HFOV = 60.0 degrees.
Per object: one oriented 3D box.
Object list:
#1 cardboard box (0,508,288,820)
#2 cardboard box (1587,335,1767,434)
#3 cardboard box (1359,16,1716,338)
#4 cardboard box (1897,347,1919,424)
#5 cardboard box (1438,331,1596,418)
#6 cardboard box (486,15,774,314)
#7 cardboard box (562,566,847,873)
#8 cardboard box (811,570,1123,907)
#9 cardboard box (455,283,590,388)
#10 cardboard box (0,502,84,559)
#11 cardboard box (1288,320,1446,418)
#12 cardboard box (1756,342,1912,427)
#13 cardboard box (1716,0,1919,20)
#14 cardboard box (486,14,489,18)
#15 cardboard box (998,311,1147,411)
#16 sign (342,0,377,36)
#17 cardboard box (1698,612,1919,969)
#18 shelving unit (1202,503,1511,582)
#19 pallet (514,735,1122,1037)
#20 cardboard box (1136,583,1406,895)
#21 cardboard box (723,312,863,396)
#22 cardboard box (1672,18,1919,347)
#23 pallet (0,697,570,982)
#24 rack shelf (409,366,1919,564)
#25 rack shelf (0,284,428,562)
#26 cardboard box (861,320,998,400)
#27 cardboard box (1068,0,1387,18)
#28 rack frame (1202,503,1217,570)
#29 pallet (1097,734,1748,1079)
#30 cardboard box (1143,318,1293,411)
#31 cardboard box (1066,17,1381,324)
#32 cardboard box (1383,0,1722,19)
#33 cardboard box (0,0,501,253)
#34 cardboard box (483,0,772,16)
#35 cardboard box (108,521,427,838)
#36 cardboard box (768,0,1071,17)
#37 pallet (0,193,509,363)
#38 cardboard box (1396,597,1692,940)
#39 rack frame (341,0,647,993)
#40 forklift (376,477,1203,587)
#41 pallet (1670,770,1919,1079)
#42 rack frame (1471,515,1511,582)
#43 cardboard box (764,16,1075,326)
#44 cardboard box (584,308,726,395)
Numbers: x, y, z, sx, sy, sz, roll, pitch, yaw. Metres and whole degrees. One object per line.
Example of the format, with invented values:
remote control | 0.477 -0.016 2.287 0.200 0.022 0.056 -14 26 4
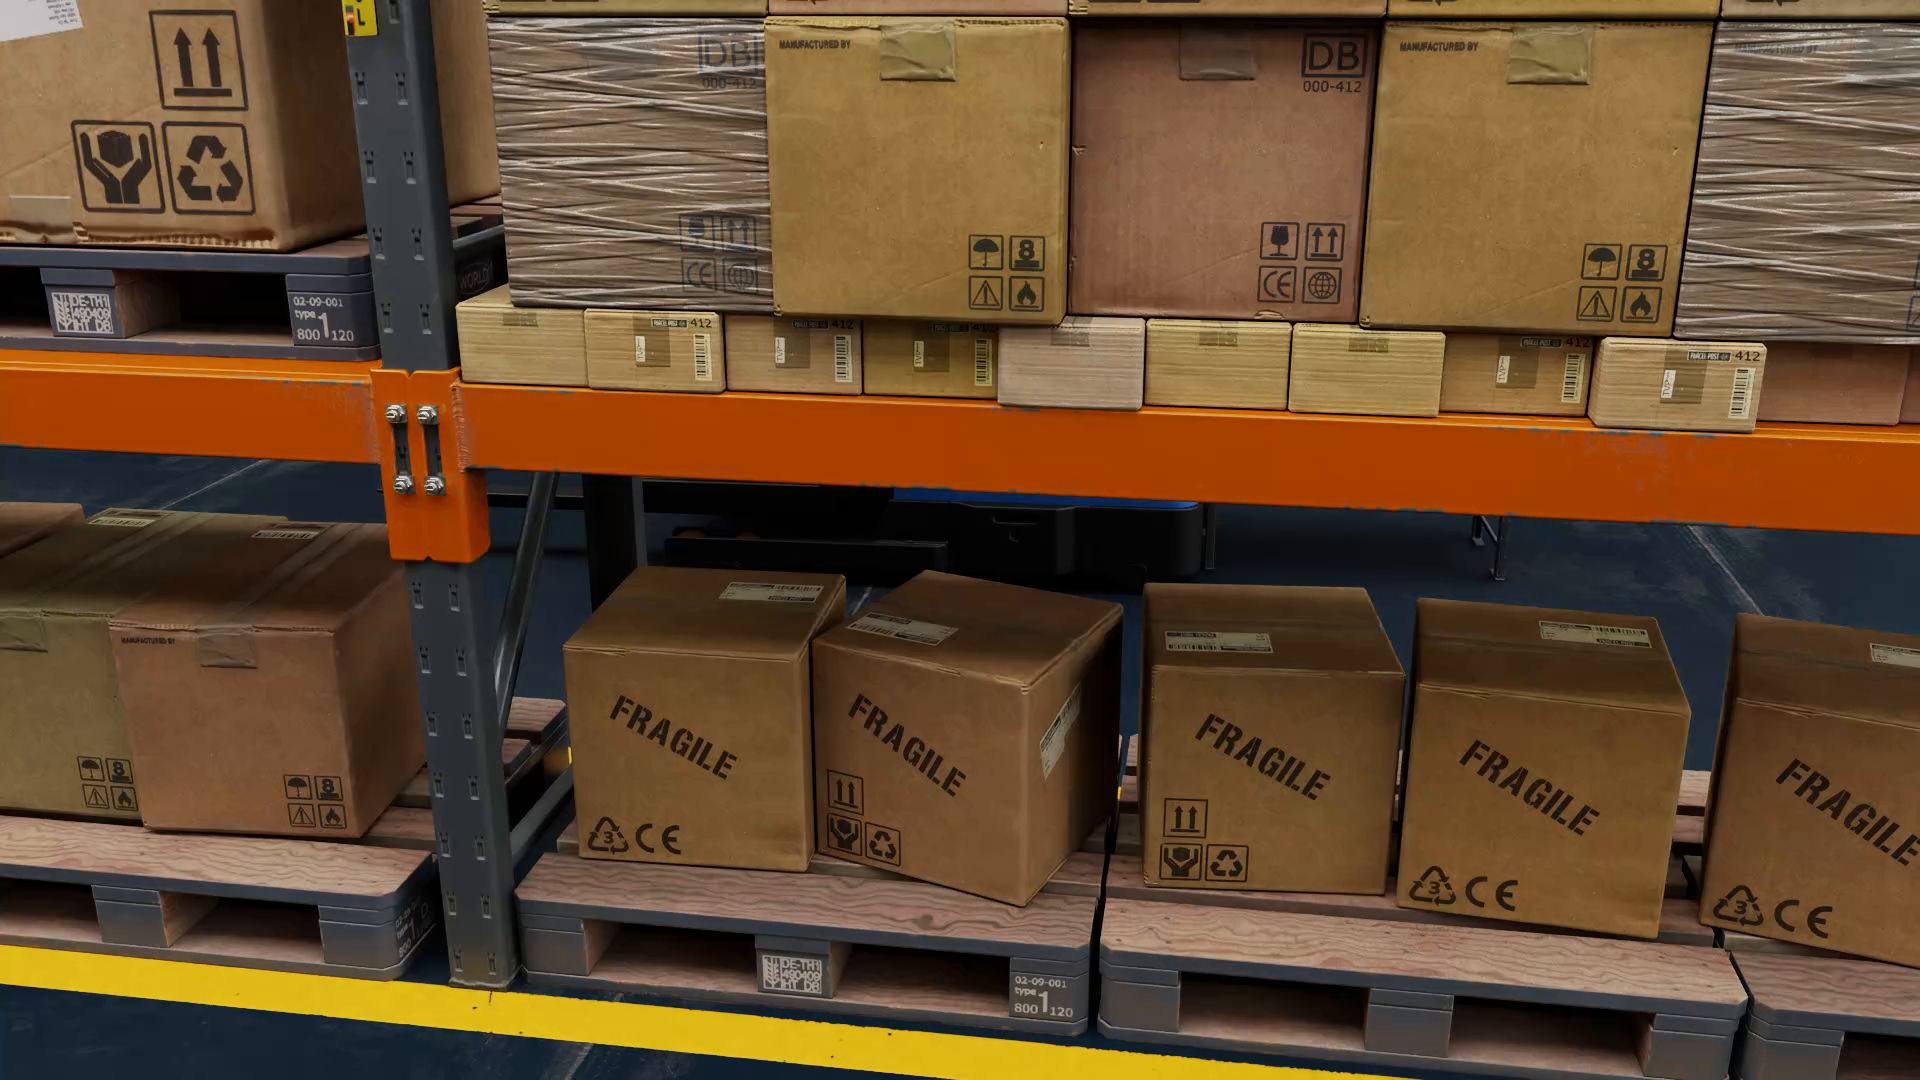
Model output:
cardboard box | -2.002 0.273 4.005 0.500 0.500 0.700 3 19 8
cardboard box | 1.206 -0.308 2.891 0.250 0.149 0.380 3 19 9
cardboard box | 0.988 -0.714 3.085 0.500 0.500 0.875 3 19 9
cardboard box | 1.718 -0.317 2.920 0.250 0.149 0.380 3 19 9
cardboard box | 0.971 -0.342 2.994 0.250 0.149 0.380 3 19 9
cardboard box | -0.497 -0.782 3.287 0.500 0.500 0.875 3 19 9
cardboard box | -0.542 0.383 3.709 0.500 0.500 0.500 2 19 7
cardboard box | 0.024 0.410 3.629 0.500 0.500 0.500 9 21 26
cardboard box | -0.767 -0.412 3.202 0.250 0.149 0.380 3 19 9
cardboard box | -2.554 0.245 4.089 0.500 0.500 0.700 1 19 4
cardboard box | 0.717 -0.340 2.989 0.250 0.149 0.380 3 19 9
cardboard box | 1.467 -0.323 2.937 0.250 0.149 0.380 3 19 9
cardboard box | 1.448 -1.097 2.651 0.500 0.500 0.500 3 19 9
cardboard box | -2.041 -2.806 8.229 0.500 0.500 0.700 3 19 8
cardboard box | 0.218 -0.356 3.036 0.250 0.149 0.380 3 19 9
sign | -1.016 -1.011 2.772 0.005 0.325 0.100 3 19 9
cardboard box | 1.809 0.496 3.372 0.500 0.500 0.500 8 20 23
shelving unit | 1.428 -0.662 5.919 1.048 1.500 0.538 2 19 6
pallet | -0.262 0.709 3.851 1.213 0.211 1.003 3 19 9
cardboard box | 0.650 0.416 3.610 0.500 0.500 0.500 1 19 4
cardboard box | -0.271 -0.391 3.141 0.250 0.149 0.380 3 19 9
cardboard box | 1.480 -0.686 2.998 0.500 0.500 0.875 3 19 9
pallet | -1.700 0.648 4.034 1.213 0.211 1.003 3 19 9
rack shelf | 1.044 -0.194 3.289 4.000 0.370 1.077 3 19 9
rack shelf | -2.906 -0.395 3.891 4.000 0.370 1.077 3 19 9
cardboard box | -0.022 -0.381 3.112 0.250 0.149 0.380 3 19 9
cardboard box | 0.460 -1.146 2.799 0.500 0.500 0.500 3 19 9
rack frame | 0.923 -0.681 5.975 0.032 1.500 0.500 2 19 6
pallet | 0.946 0.770 3.669 1.213 0.211 1.003 3 19 9
cardboard box | 0.472 -0.356 3.037 0.250 0.149 0.380 3 19 9
cardboard box | 0.501 -0.753 3.198 0.500 0.500 0.875 3 19 9
cardboard box | 0.956 -1.124 2.734 0.500 0.500 0.500 3 19 9
cardboard box | -1.693 -1.203 3.565 1.000 1.000 1.000 3 19 9
cardboard box | -0.527 -1.196 2.949 0.500 0.500 0.500 3 19 9
cardboard box | -1.534 0.303 3.915 0.500 0.500 0.700 1 19 4
cardboard box | -0.033 -1.172 2.875 0.500 0.500 0.500 3 19 9
pallet | -1.663 -0.629 3.758 1.213 0.211 1.003 3 19 9
cardboard box | 1.194 0.458 3.484 0.500 0.500 0.500 5 19 14
rack frame | -0.931 -0.636 3.476 0.127 3.000 1.000 3 19 9
forklift | -0.621 -1.413 5.907 3.031 2.935 1.130 2 19 6
pallet | 2.147 0.832 3.484 1.213 0.211 1.003 3 19 9
rack frame | 1.933 -0.644 5.863 0.032 1.500 0.500 2 19 6
cardboard box | -0.008 -0.746 3.179 0.500 0.500 0.875 3 19 9
cardboard box | -0.522 -0.395 3.152 0.250 0.149 0.380 3 19 9
